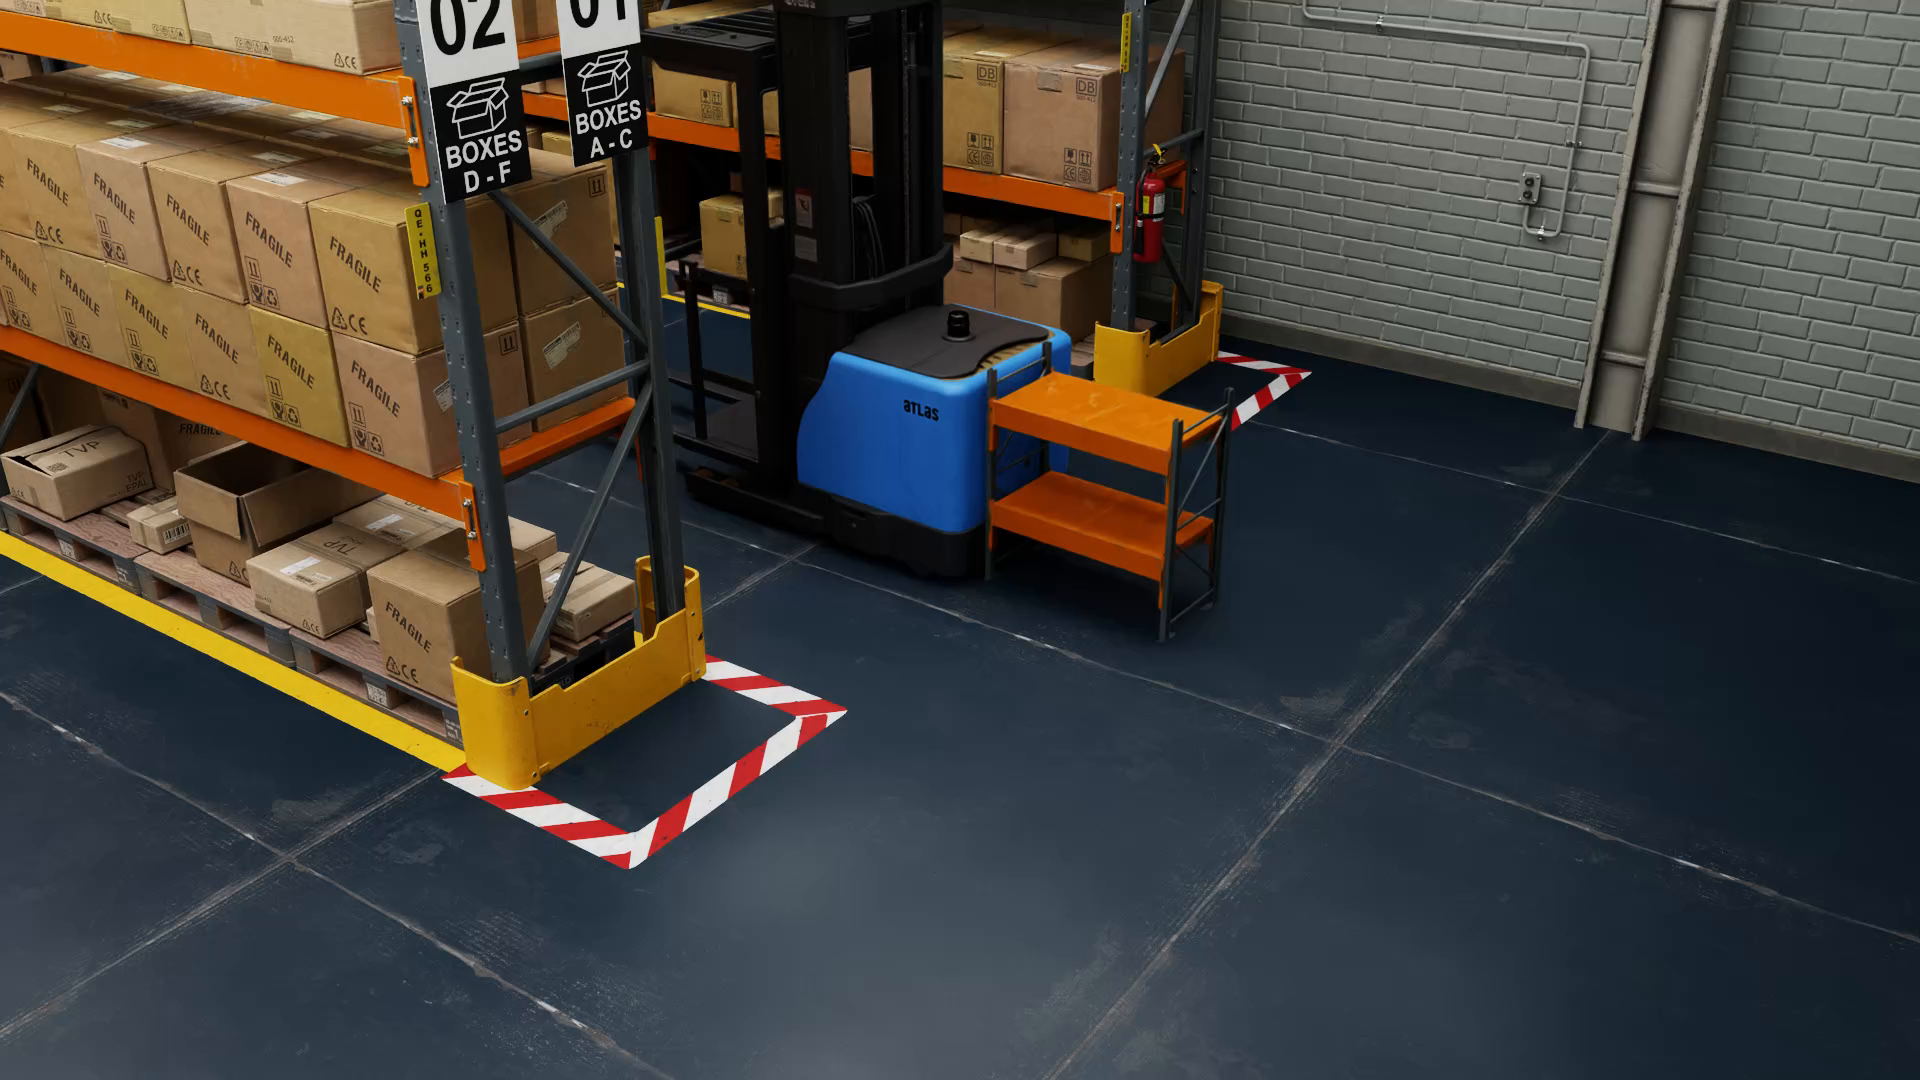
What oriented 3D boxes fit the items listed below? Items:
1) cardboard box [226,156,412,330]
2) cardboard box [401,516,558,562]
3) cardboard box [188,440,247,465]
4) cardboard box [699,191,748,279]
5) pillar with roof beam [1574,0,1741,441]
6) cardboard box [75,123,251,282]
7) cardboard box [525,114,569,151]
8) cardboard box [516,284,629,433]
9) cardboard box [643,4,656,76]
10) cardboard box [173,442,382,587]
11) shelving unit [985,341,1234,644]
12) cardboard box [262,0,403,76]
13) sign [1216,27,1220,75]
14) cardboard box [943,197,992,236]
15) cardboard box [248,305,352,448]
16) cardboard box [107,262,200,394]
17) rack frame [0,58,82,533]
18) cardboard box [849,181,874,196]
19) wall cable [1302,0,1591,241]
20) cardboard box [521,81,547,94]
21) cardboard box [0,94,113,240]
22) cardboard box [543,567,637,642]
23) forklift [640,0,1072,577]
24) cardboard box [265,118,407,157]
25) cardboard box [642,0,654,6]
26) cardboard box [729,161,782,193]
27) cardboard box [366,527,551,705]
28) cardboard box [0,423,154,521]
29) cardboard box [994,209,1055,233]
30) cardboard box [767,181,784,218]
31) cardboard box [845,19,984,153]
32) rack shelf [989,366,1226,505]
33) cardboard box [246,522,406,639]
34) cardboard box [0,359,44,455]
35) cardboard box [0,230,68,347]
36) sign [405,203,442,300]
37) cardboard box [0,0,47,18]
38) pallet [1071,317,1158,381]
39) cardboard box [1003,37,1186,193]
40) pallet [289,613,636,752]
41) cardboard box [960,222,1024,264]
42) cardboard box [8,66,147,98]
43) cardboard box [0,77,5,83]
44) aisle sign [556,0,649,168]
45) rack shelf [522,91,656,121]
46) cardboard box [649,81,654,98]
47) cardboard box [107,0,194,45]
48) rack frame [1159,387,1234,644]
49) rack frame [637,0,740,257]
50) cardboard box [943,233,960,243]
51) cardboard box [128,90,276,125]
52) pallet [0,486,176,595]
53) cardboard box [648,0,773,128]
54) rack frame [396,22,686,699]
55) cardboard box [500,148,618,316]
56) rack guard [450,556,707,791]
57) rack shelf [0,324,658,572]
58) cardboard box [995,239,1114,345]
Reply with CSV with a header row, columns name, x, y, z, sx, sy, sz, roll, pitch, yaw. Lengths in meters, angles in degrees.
name,x,y,z,sx,sy,sz,roll,pitch,yaw
cardboard box,-2.478,-1.181,6.552,0.500,0.500,0.500,18,32,32
cardboard box,-2.238,0.105,7.783,0.500,0.250,0.500,17,32,30
cardboard box,-3.862,-0.389,8.865,0.250,0.149,0.380,17,32,30
cardboard box,-1.475,-2.273,12.202,0.500,0.500,0.700,18,32,31
pillar with roof beam,1.541,-3.097,4.915,0.400,9.000,9.100,17,32,30
cardboard box,-3.331,-1.445,7.069,0.500,0.500,0.500,18,32,32
cardboard box,-3.378,-3.005,13.255,0.750,0.750,0.750,18,32,32
cardboard box,-1.755,-0.807,6.919,0.500,0.500,0.500,18,32,31
cardboard box,-2.557,-3.641,12.137,0.500,0.500,0.500,17,31,30
cardboard box,-3.284,-0.180,8.065,0.637,0.503,0.797,17,32,30
shelving unit,0.694,-0.248,7.997,1.048,1.125,0.538,19,33,33
cardboard box,-2.111,-1.854,5.943,0.500,0.250,0.500,17,32,30
sign,1.582,-3.030,10.355,0.005,0.325,0.100,17,32,30
cardboard box,0.012,-2.210,11.363,0.250,0.149,0.380,18,32,31
cardboard box,-2.491,-0.740,6.787,0.500,0.500,0.500,18,32,31
cardboard box,-3.315,-1.000,7.297,0.500,0.500,0.500,17,31,30
rack frame,-4.835,-1.577,8.542,0.127,3.000,1.000,17,32,30
cardboard box,-0.622,-2.407,11.749,0.250,0.149,0.380,18,32,31
wall cable,2.854,-2.881,9.983,1.851,1.984,0.084,17,32,30
cardboard box,-3.133,-3.494,12.562,0.250,0.149,0.380,17,32,30
cardboard box,-4.181,-1.709,7.589,0.500,0.500,0.500,16,31,29
cardboard box,-1.689,0.288,7.535,0.250,0.149,0.380,17,32,30
forklift,-0.893,-1.645,8.751,3.031,2.935,1.130,19,33,33
cardboard box,-2.600,-1.515,7.207,0.500,0.500,0.500,18,32,31
cardboard box,-2.564,-3.975,11.966,0.500,0.250,0.500,18,32,32
cardboard box,-1.483,-2.674,12.274,0.250,0.149,0.380,17,32,30
cardboard box,-2.126,0.320,7.085,0.500,0.500,0.500,17,32,30
cardboard box,-4.612,-0.387,8.682,0.500,0.311,0.500,17,32,30
cardboard box,0.428,-2.080,11.108,0.250,0.149,0.380,17,32,30
cardboard box,-1.296,-2.406,11.748,0.250,0.149,0.380,19,32,32
cardboard box,-0.392,-3.046,11.097,0.700,0.700,0.980,16,31,28
rack shelf,0.694,-0.509,7.864,1.000,0.278,0.538,19,33,33
cardboard box,-2.892,0.176,7.643,0.500,0.250,0.500,17,32,30
cardboard box,-5.404,-0.679,9.048,0.500,0.500,0.500,17,32,30
cardboard box,-4.146,-1.259,7.806,0.500,0.500,0.500,18,32,31
sign,-1.869,-1.005,5.792,0.005,0.325,0.100,17,32,30
cardboard box,-3.753,-2.371,6.960,0.500,0.250,0.500,17,32,30
pallet,0.560,-1.336,11.144,1.213,0.211,1.003,17,32,30
cardboard box,0.837,-2.664,10.347,0.700,0.700,0.980,19,33,33
pallet,-2.259,0.469,7.597,1.213,0.211,1.003,17,32,30
cardboard box,0.210,-1.938,10.829,0.250,0.149,0.380,18,32,32
cardboard box,-4.272,-2.035,8.228,0.500,0.500,0.500,17,32,31
cardboard box,-9.935,-4.828,17.589,0.250,0.149,0.380,15,30,26
aisle sign,-1.316,-1.801,6.116,0.004,0.787,0.394,17,32,30
rack shelf,-3.682,-3.623,13.356,4.000,0.370,1.077,17,32,30
cardboard box,-2.473,-3.308,12.198,0.250,0.149,0.380,18,32,31
cardboard box,-2.936,-2.110,6.446,0.500,0.250,0.500,17,32,30
rack frame,1.097,-0.108,7.721,0.032,1.125,0.500,19,33,33
rack frame,-2.034,-3.430,12.183,0.127,3.000,1.000,17,32,30
cardboard box,-0.198,-1.876,11.422,0.500,0.500,0.700,16,31,29
cardboard box,-3.433,-1.775,7.717,0.500,0.500,0.500,18,32,31
pallet,-4.270,-0.158,8.828,1.213,0.211,1.003,17,32,30
cardboard box,-1.596,-3.419,11.830,0.700,0.700,0.980,18,32,31
rack frame,-1.538,-0.550,6.524,0.127,3.000,1.000,17,32,30
cardboard box,-1.755,-1.253,6.692,0.500,0.500,0.500,18,32,32
rack guard,-1.601,0.544,7.129,0.348,0.500,1.175,17,32,30
rack shelf,-3.187,-0.743,7.696,4.000,0.370,1.077,17,32,30
cardboard box,0.630,-1.619,10.917,0.500,0.500,0.700,17,32,30
